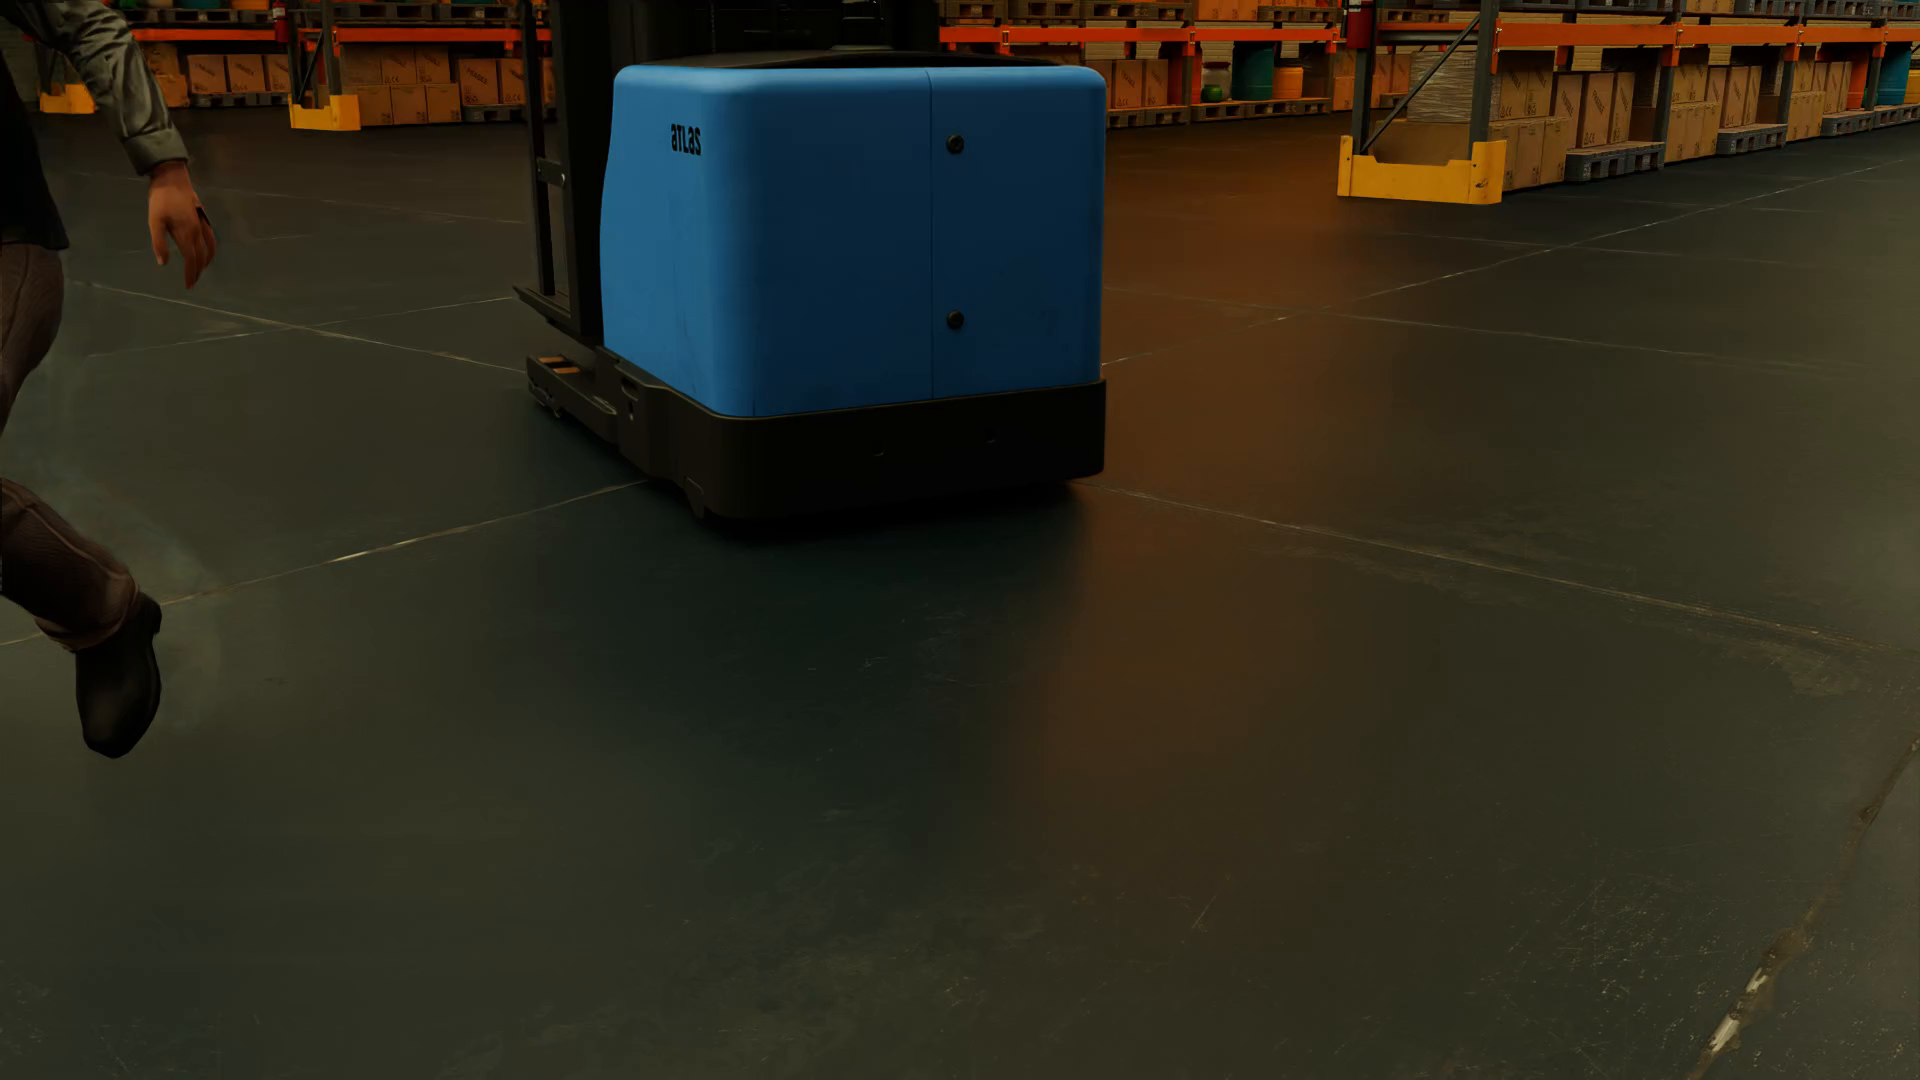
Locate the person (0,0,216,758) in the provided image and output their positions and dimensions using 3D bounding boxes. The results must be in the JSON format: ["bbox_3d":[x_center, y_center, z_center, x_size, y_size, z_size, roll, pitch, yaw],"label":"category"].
[{"bbox_3d":[-1.645,-0.407,2.529,0.802,1.623,0.604,2,17,6],"label":"person"}]

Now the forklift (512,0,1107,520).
[{"bbox_3d":[-0.742,-1.830,4.923,1.130,2.935,3.031,-8,19,-26],"label":"forklift"}]
